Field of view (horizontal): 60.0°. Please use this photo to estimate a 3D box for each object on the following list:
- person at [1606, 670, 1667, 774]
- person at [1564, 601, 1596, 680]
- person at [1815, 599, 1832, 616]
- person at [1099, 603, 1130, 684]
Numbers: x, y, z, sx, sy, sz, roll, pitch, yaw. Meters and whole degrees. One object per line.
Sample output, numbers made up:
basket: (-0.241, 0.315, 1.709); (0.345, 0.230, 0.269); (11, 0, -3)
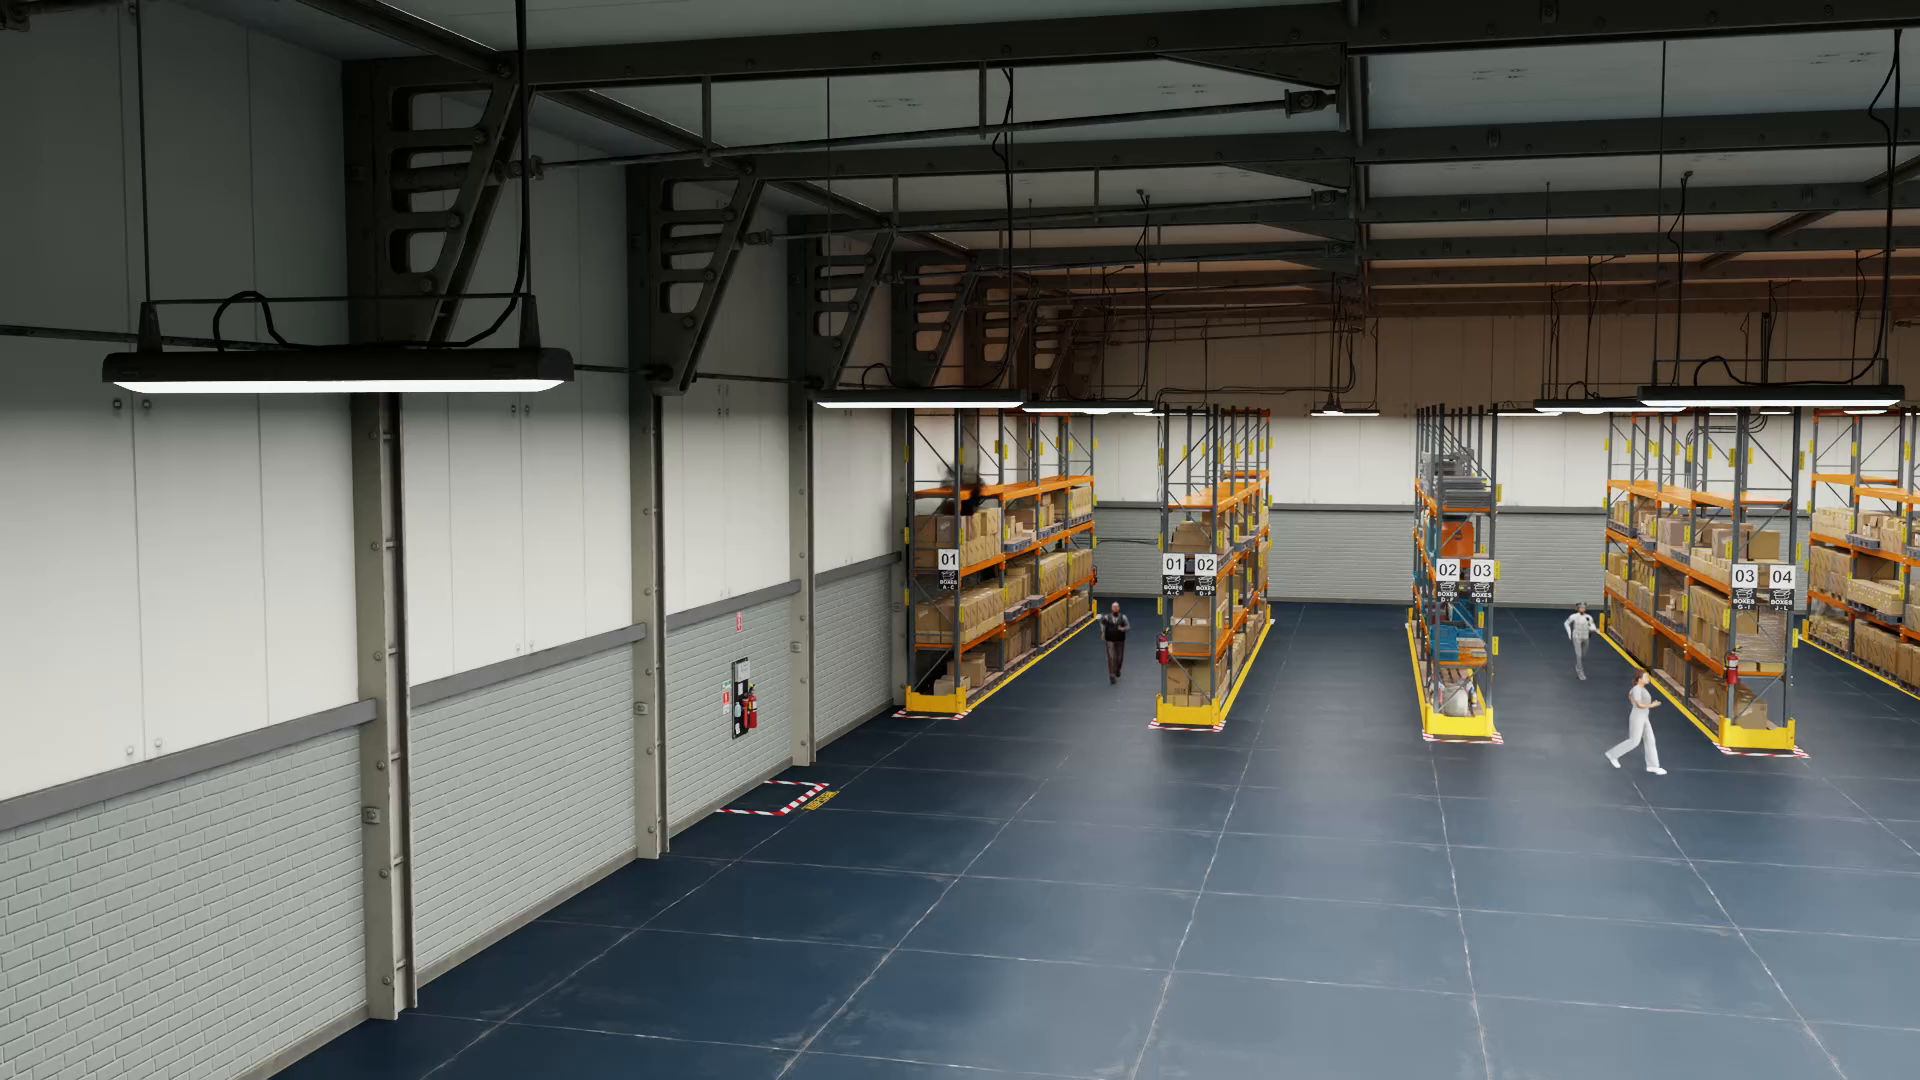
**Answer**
person: (10.929, 2.910, 26.825); (0.928, 1.662, 0.584); (3, 5, 33)
person: (13.695, 2.186, 36.665); (0.611, 1.681, 0.921); (0, 4, 2)
person: (22.953, 1.649, 44.239); (0.608, 1.681, 0.706); (0, 4, 2)
person: (3.368, 2.210, 36.123); (0.656, 1.707, 0.969); (0, 4, 1)
